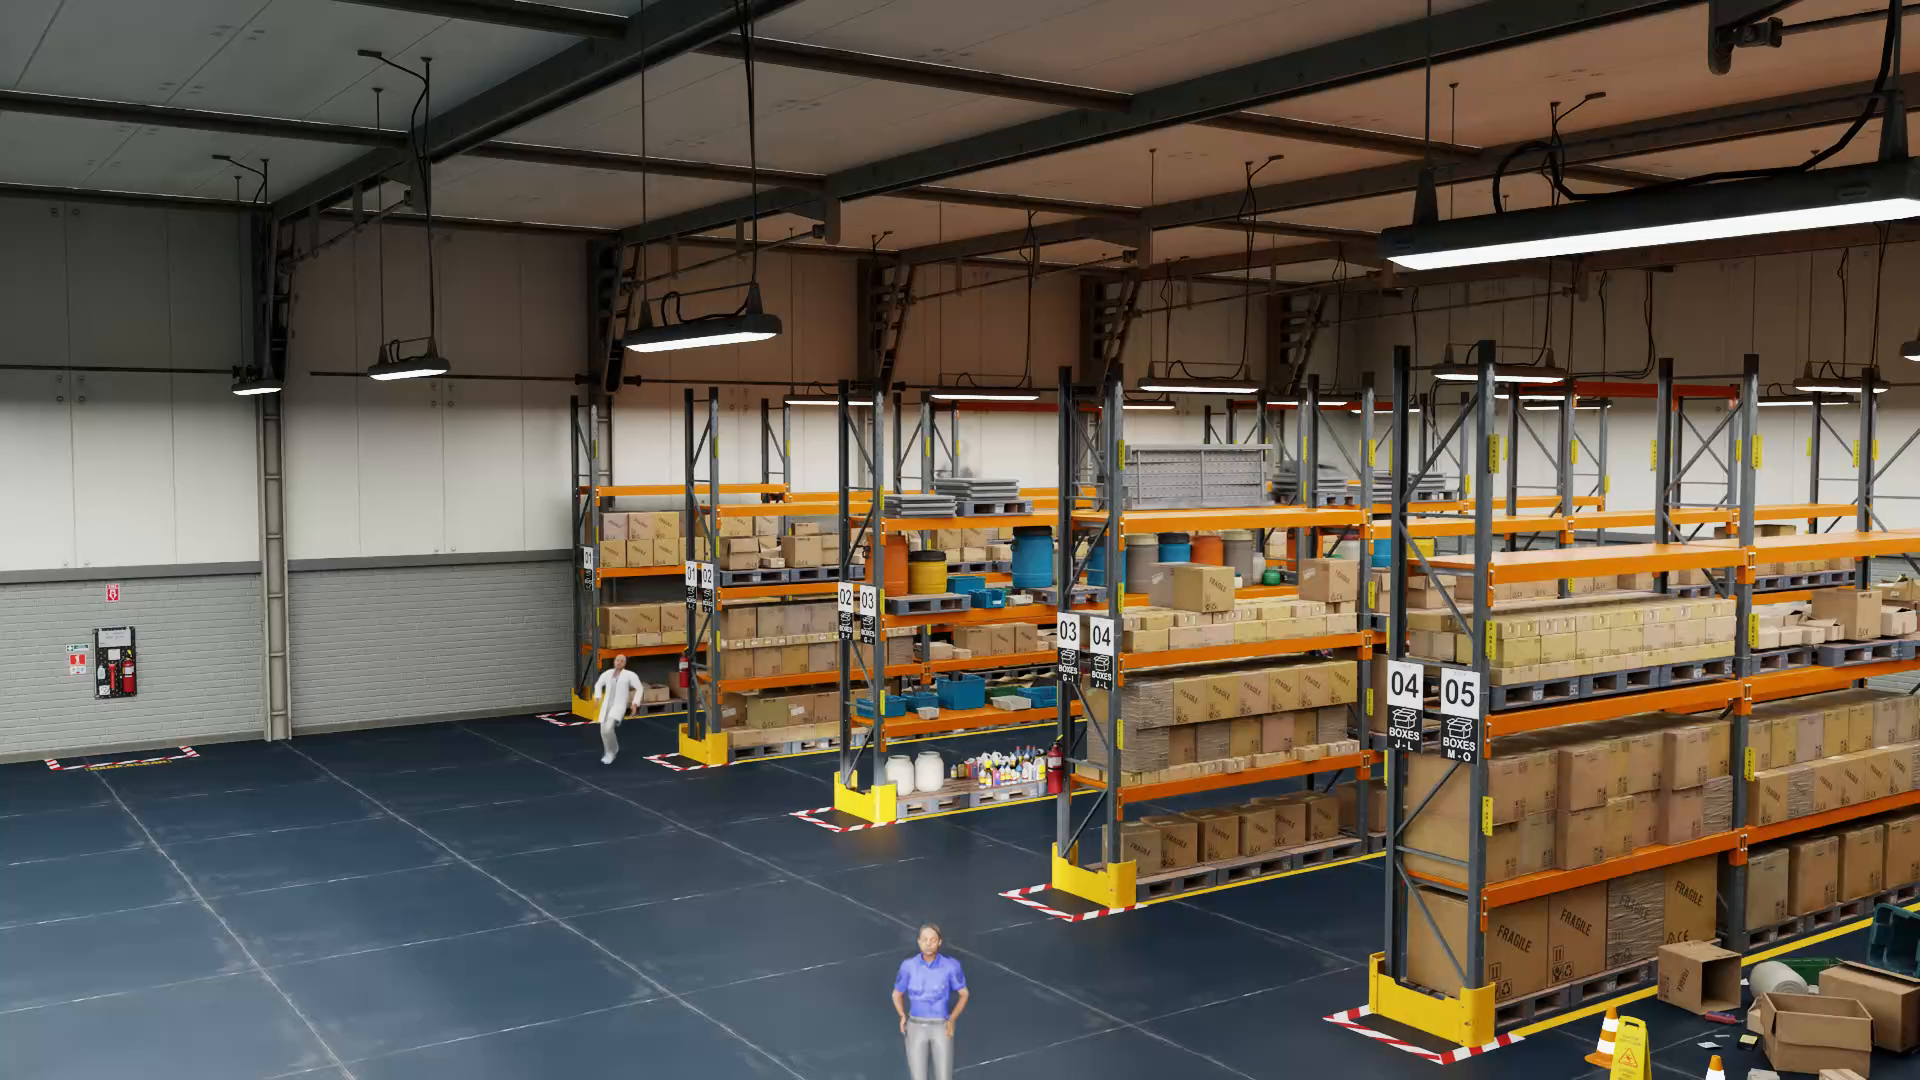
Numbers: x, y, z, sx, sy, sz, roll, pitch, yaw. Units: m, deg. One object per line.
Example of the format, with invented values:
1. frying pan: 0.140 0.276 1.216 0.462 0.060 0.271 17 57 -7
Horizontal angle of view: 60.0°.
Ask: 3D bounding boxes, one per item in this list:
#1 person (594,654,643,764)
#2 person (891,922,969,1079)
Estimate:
1. person: -5.530 2.709 26.592 0.768 1.745 0.624 1 4 20
2. person: -0.227 3.627 12.264 0.573 1.591 0.584 0 3 4
